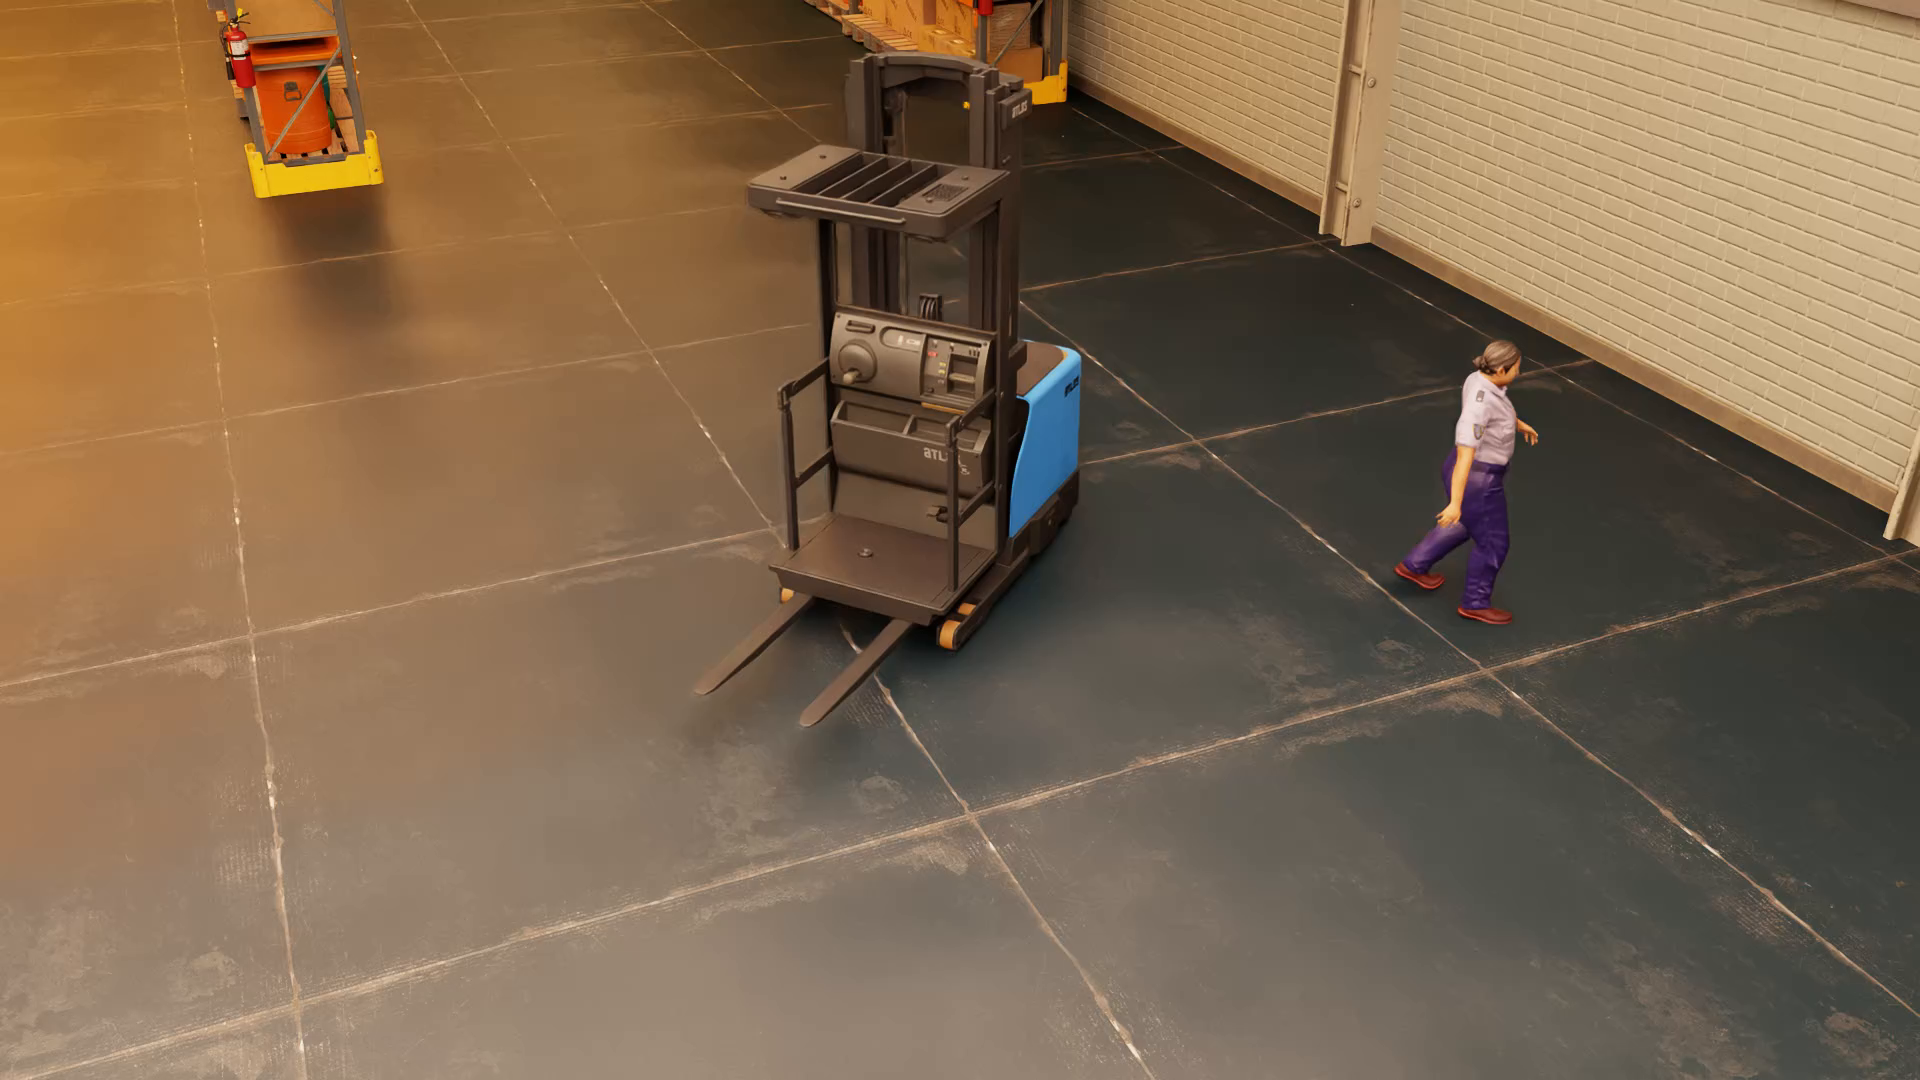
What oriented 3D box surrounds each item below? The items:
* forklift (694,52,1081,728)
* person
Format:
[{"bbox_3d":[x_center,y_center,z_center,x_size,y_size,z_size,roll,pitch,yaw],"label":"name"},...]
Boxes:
[{"bbox_3d":[-0.365,-0.922,8.733,1.130,2.935,3.031,14,32,22],"label":"forklift"},{"bbox_3d":[2.796,-0.318,9.004,0.689,1.630,0.829,5,30,9],"label":"person"}]
